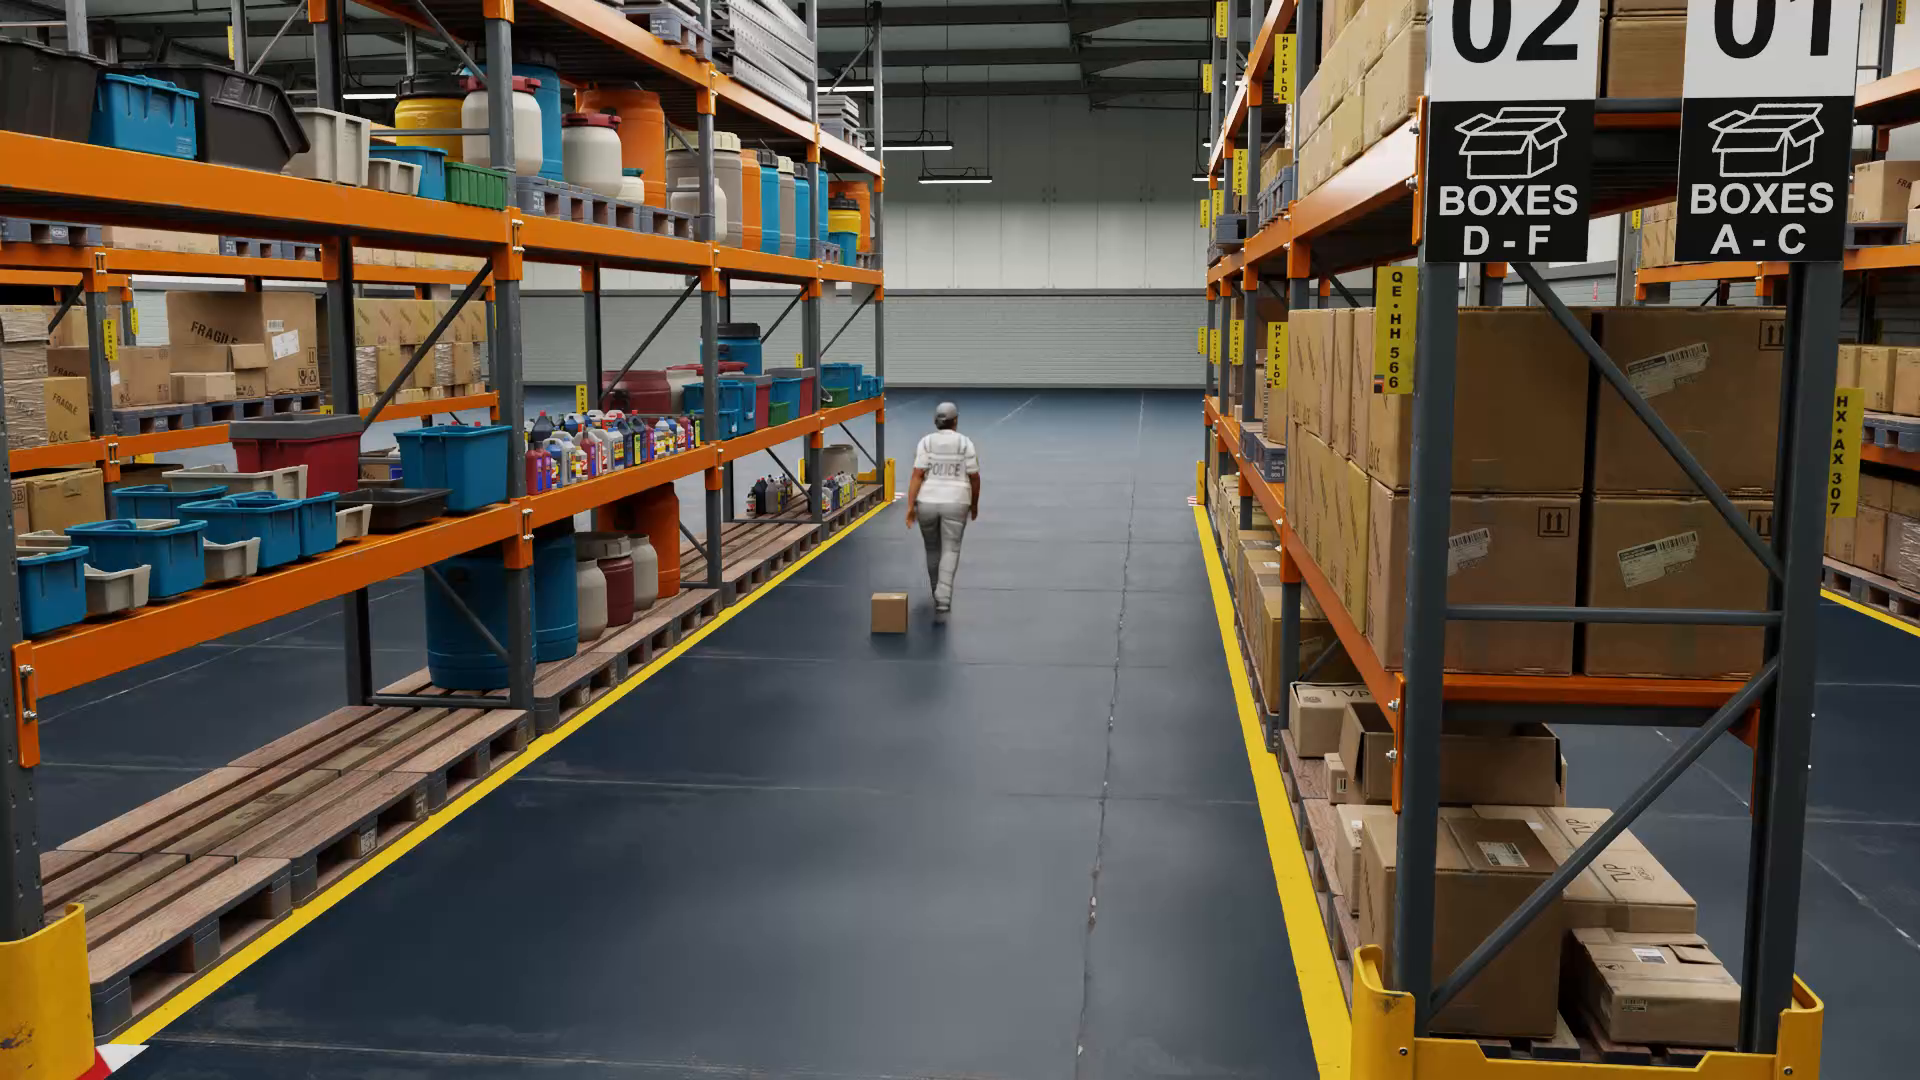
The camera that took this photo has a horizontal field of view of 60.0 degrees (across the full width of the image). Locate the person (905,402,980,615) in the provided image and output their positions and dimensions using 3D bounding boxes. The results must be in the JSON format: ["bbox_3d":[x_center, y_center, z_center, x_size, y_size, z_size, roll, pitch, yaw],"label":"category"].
[{"bbox_3d":[-0.110,-0.260,12.756,0.513,1.589,1.075,2,8,13],"label":"person"}]
